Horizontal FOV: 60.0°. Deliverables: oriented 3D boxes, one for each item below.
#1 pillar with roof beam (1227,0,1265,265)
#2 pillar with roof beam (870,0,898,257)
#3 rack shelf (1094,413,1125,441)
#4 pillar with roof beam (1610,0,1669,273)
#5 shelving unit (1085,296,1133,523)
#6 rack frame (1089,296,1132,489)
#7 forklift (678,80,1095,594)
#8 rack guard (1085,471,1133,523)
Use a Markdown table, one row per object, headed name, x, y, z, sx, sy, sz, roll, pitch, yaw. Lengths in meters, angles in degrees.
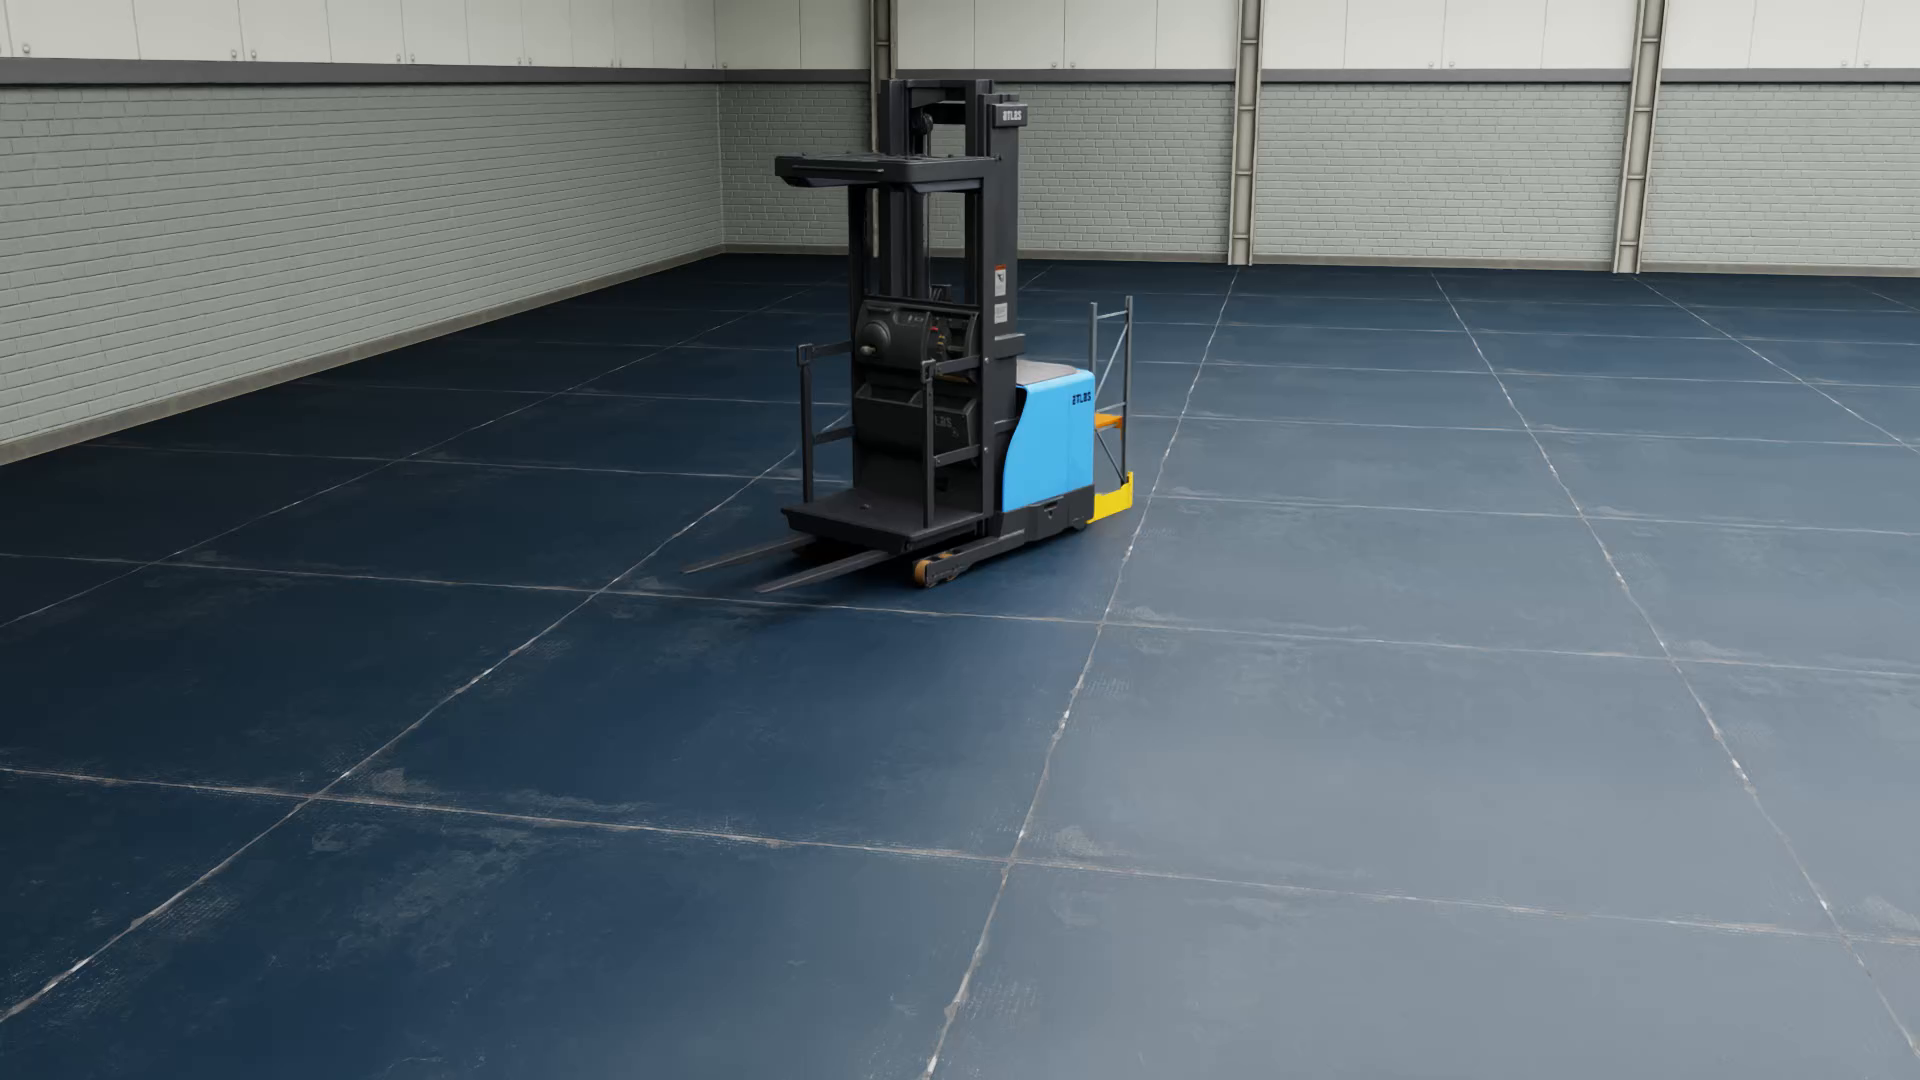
| name | x | y | z | sx | sy | sz | roll | pitch | yaw |
| --- | --- | --- | --- | --- | --- | --- | --- | --- | --- |
| pillar with roof beam | 3.761 | -7.762 | 22.156 | 0.400 | 9.000 | 9.100 | 3 | 16 | 11 |
| pillar with roof beam | -2.118 | -8.081 | 23.308 | 0.400 | 9.000 | 9.100 | 3 | 16 | 11 |
| rack shelf | 0.618 | -0.813 | 11.791 | 1.000 | 0.185 | 0.538 | 11 | 19 | 35 |
| pillar with roof beam | 9.641 | -7.443 | 21.004 | 0.400 | 9.000 | 9.100 | 3 | 16 | 11 |
| shelving unit | 0.625 | -0.985 | 11.738 | 1.083 | 1.500 | 0.587 | 11 | 19 | 35 |
| rack frame | 1.026 | -0.905 | 11.451 | 0.032 | 1.500 | 0.500 | 11 | 19 | 35 |
| forklift | -0.407 | -1.278 | 10.116 | 1.130 | 2.935 | 3.031 | 12 | 20 | 37 |
| rack guard | 1.025 | -0.303 | 11.618 | 0.087 | 0.250 | 0.587 | 11 | 19 | 35 |
